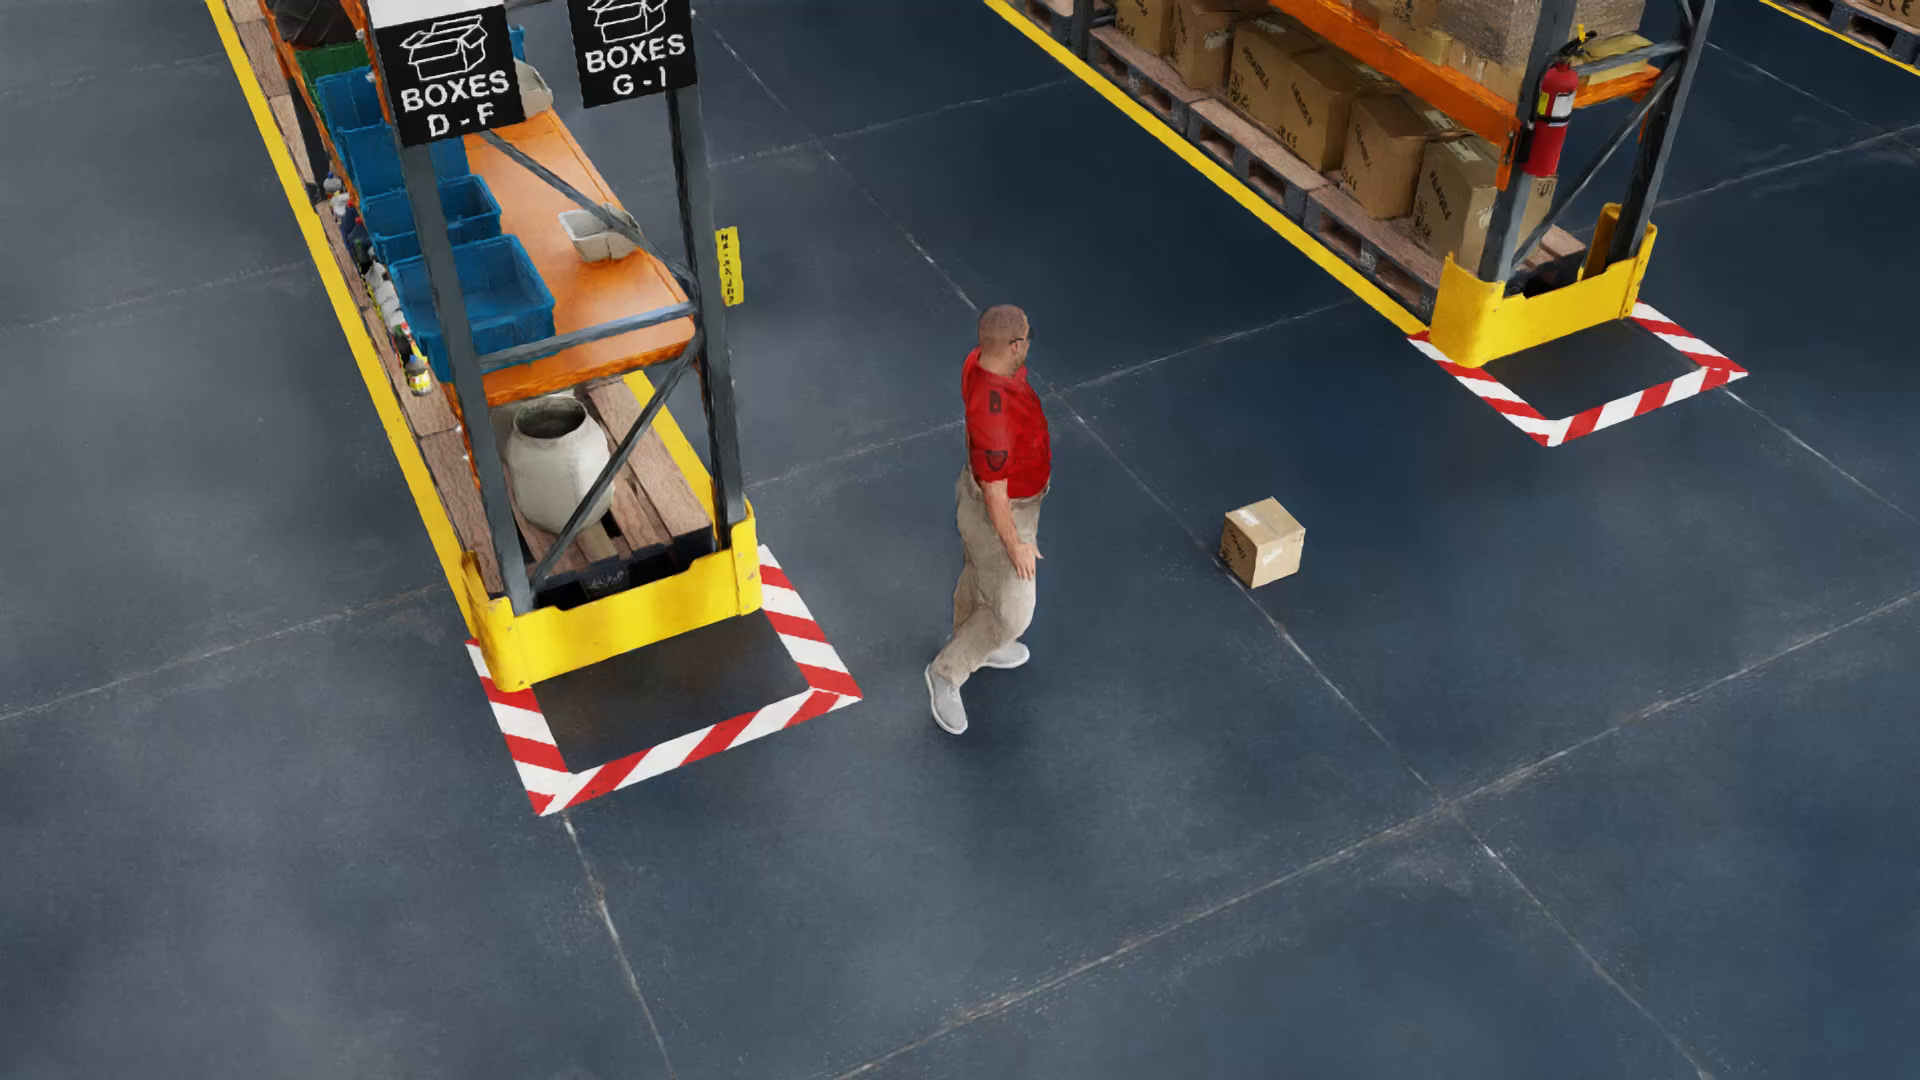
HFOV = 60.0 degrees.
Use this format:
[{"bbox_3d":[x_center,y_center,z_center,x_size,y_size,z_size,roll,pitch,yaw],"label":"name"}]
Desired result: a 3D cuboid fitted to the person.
[{"bbox_3d":[0.101,-0.087,6.246,0.487,1.718,0.719,0,41,0],"label":"person"}]
